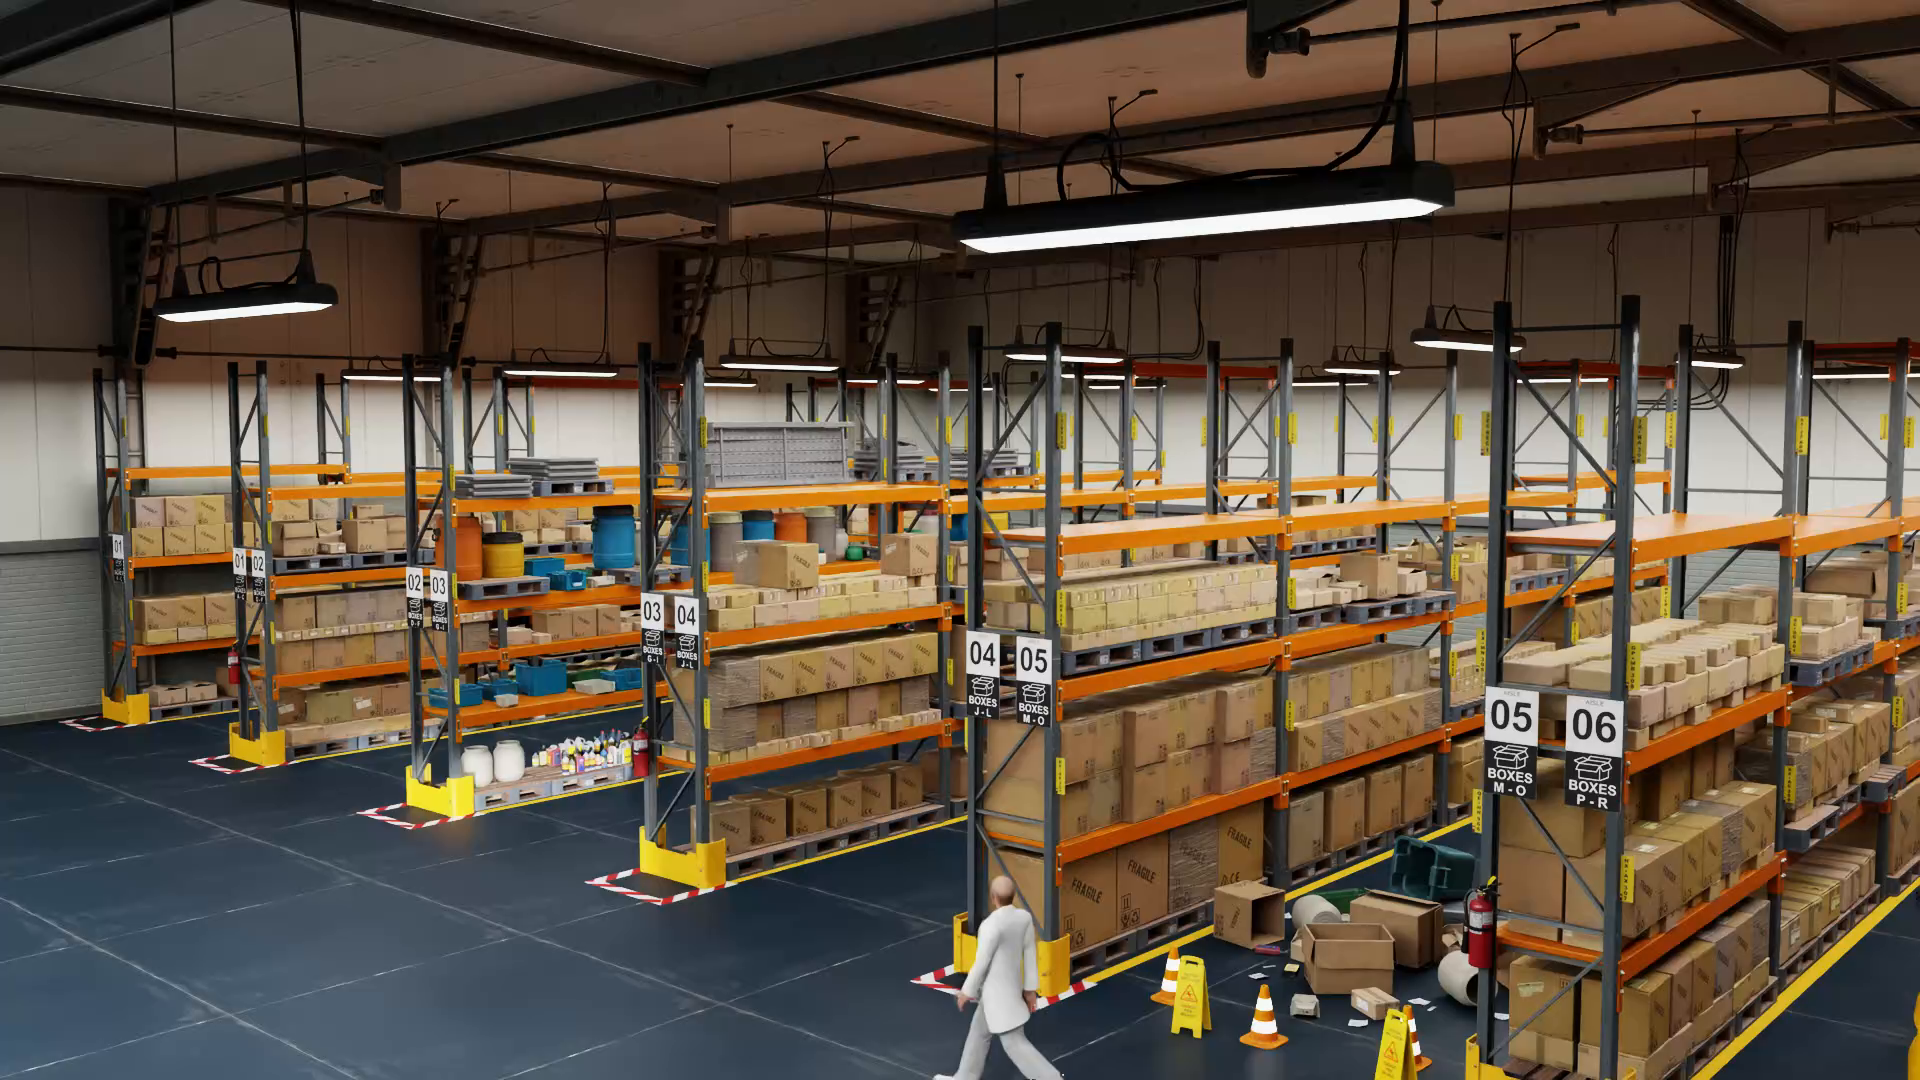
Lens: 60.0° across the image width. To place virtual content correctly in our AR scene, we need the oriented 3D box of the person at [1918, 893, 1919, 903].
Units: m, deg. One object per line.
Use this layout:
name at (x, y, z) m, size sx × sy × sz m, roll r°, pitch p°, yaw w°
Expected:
person at (8.758, 3.259, 14.529) m, size 0.752 × 1.785 × 0.622 m, roll 4°, pitch 5°, yaw 40°

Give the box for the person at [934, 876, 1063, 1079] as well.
person at (0.307, 3.374, 12.426) m, size 1.115 × 1.743 × 0.529 m, roll 1°, pitch 4°, yaw 13°
